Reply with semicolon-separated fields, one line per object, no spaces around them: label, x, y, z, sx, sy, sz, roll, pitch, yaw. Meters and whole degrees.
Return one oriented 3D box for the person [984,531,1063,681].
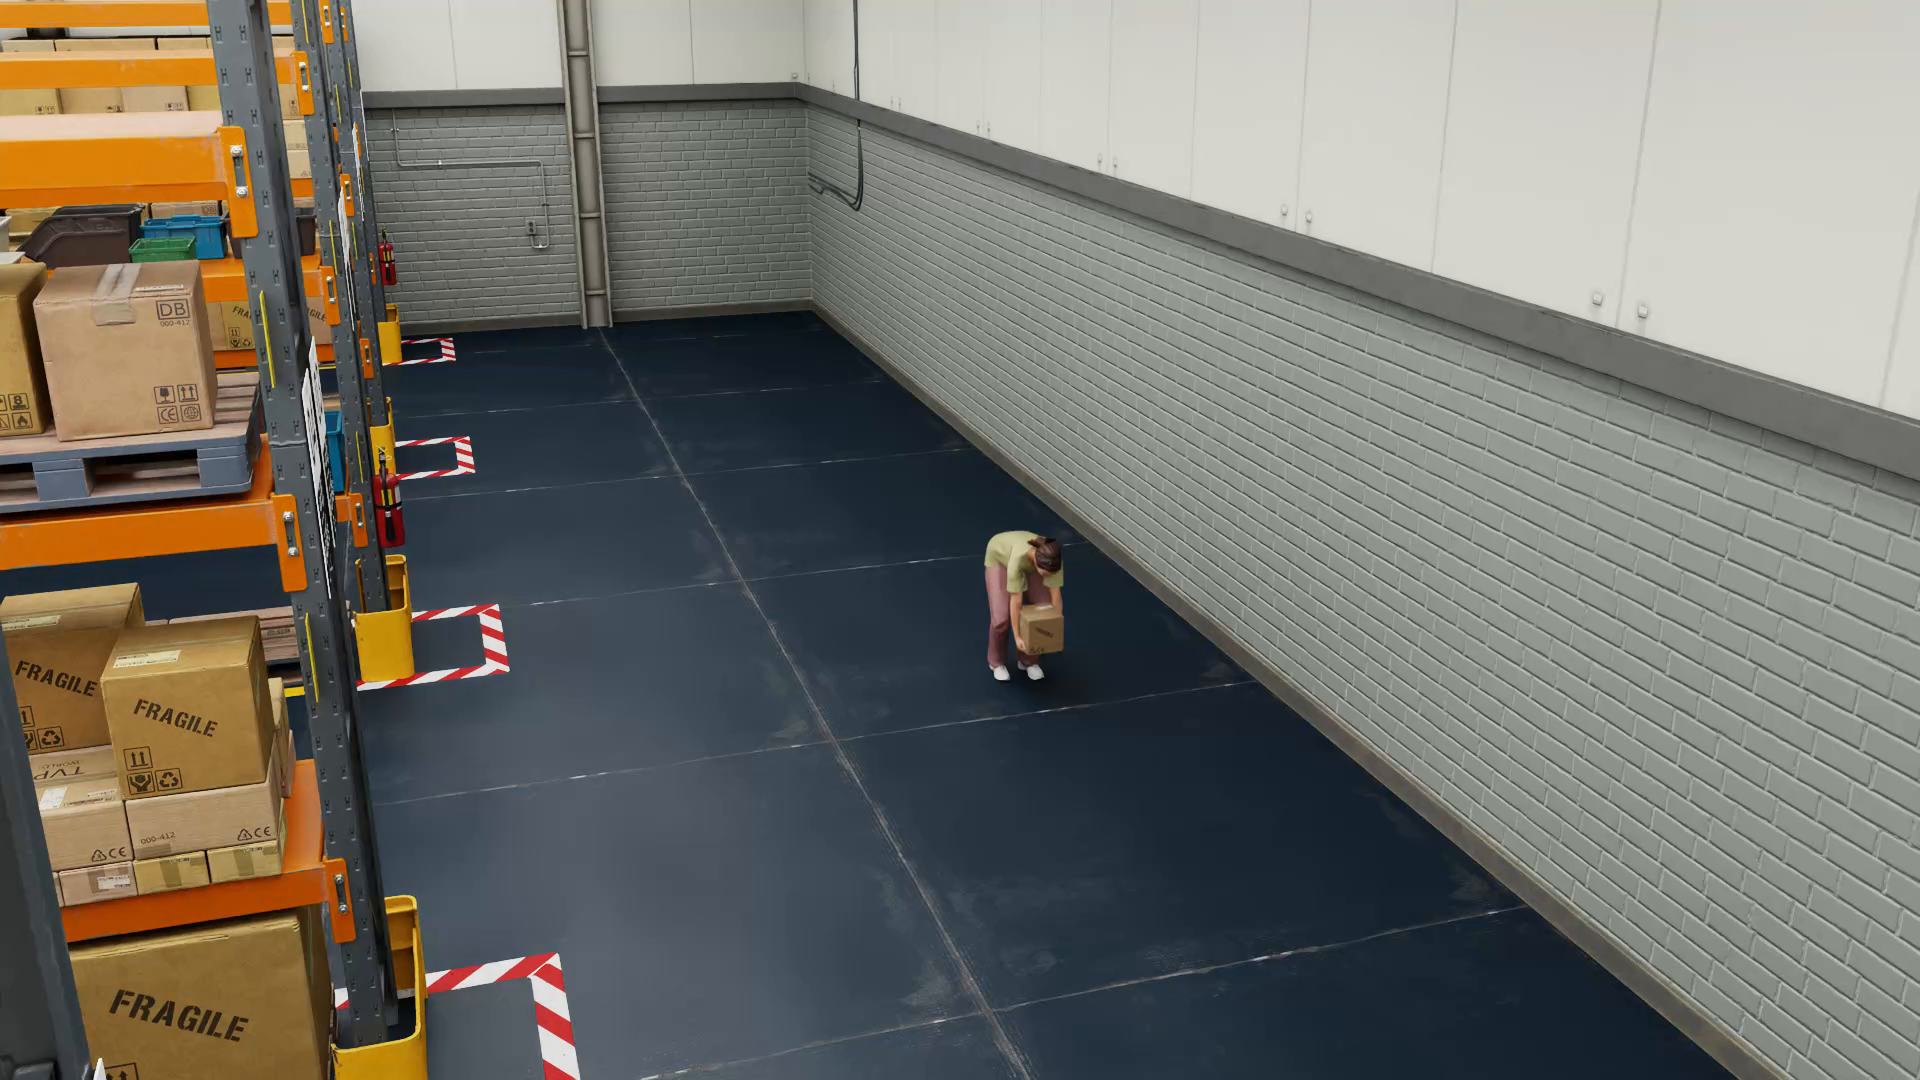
person;0.441;0.442;11.143;0.439;1.124;0.857;-7;21;-20
